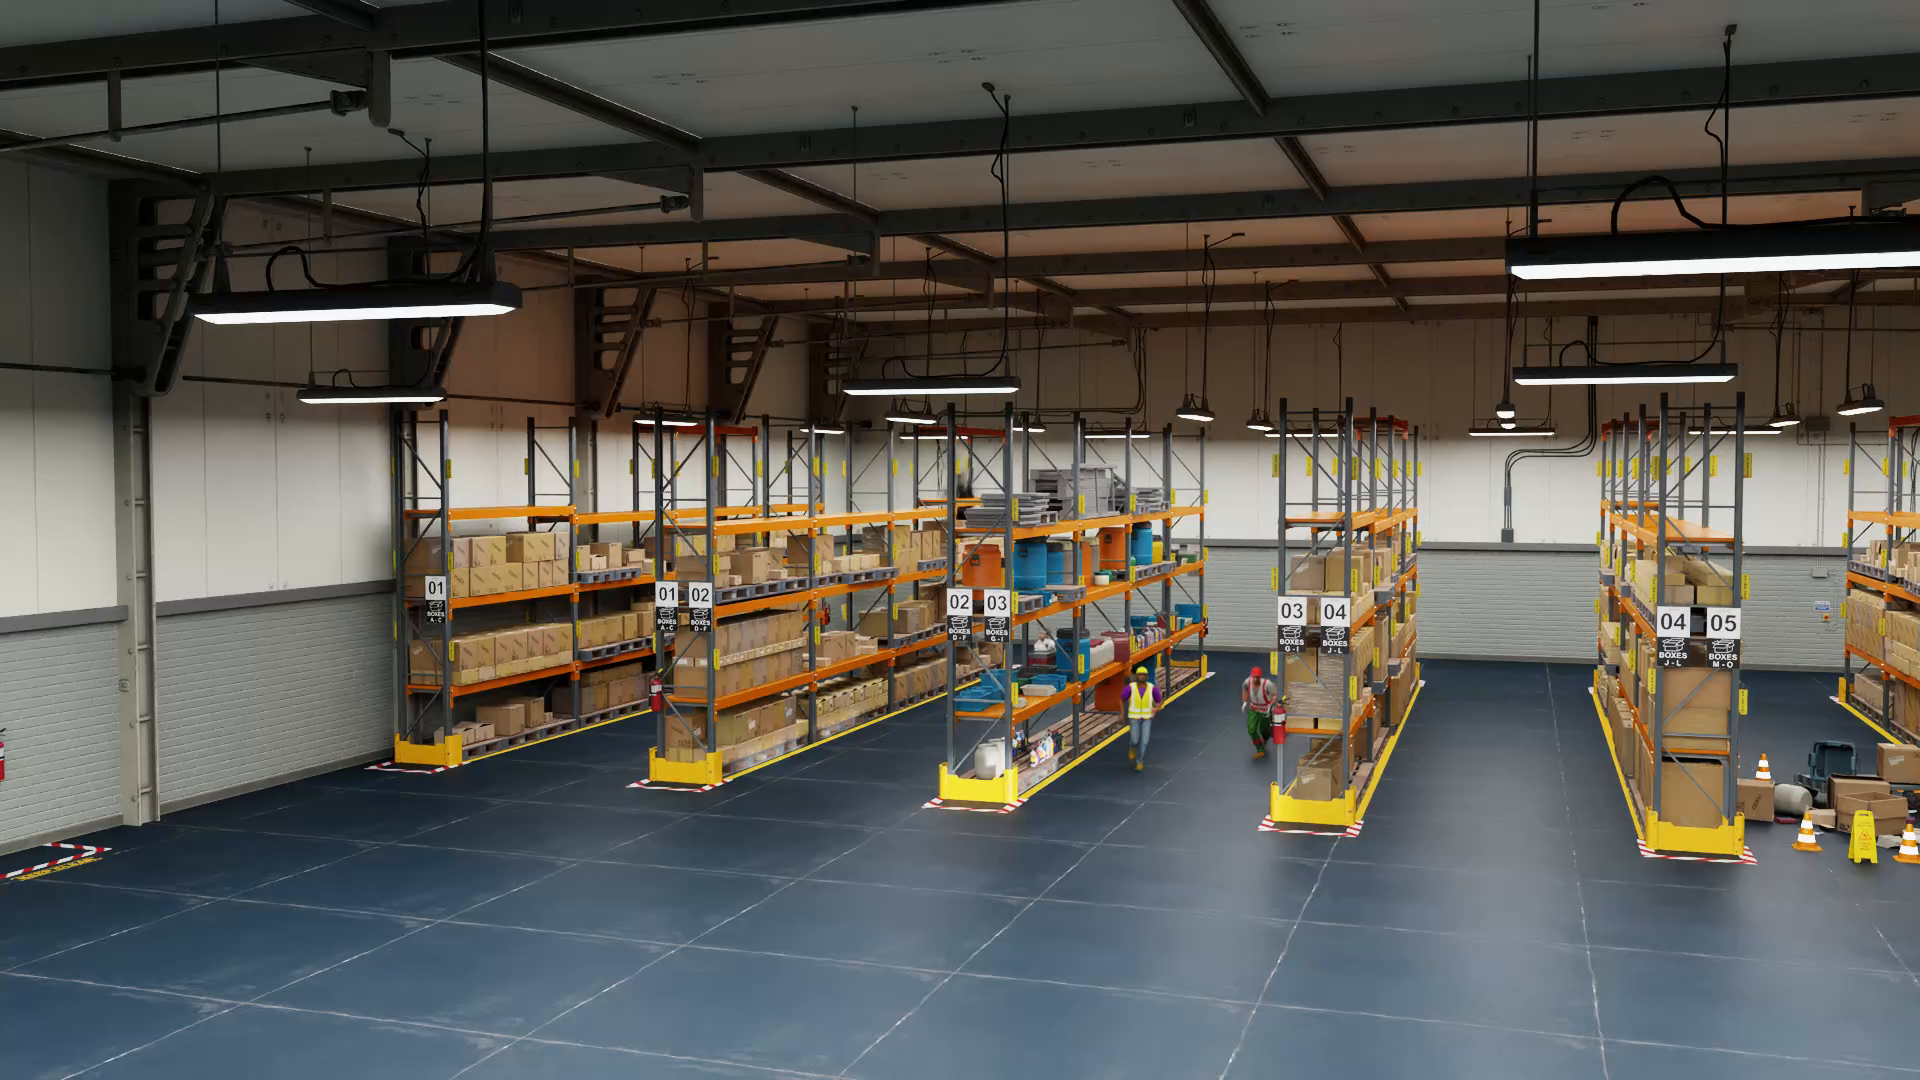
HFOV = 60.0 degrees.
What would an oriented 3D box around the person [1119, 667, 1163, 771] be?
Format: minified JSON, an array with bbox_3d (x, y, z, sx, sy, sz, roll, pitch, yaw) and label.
[{"bbox_3d":[3.016,2.963,27.669,0.717,1.717,0.591,0,2,3],"label":"person"}]

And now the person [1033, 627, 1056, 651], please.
[{"bbox_3d":[1.802,2.666,35.102,0.637,1.653,0.736,2,3,33],"label":"person"}]

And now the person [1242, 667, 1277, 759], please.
[{"bbox_3d":[5.252,2.974,28.936,0.662,1.618,1.091,1,3,25],"label":"person"}]

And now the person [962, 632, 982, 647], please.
[{"bbox_3d":[0.336,2.311,43.176,0.861,1.714,0.569,1,3,23],"label":"person"}]
